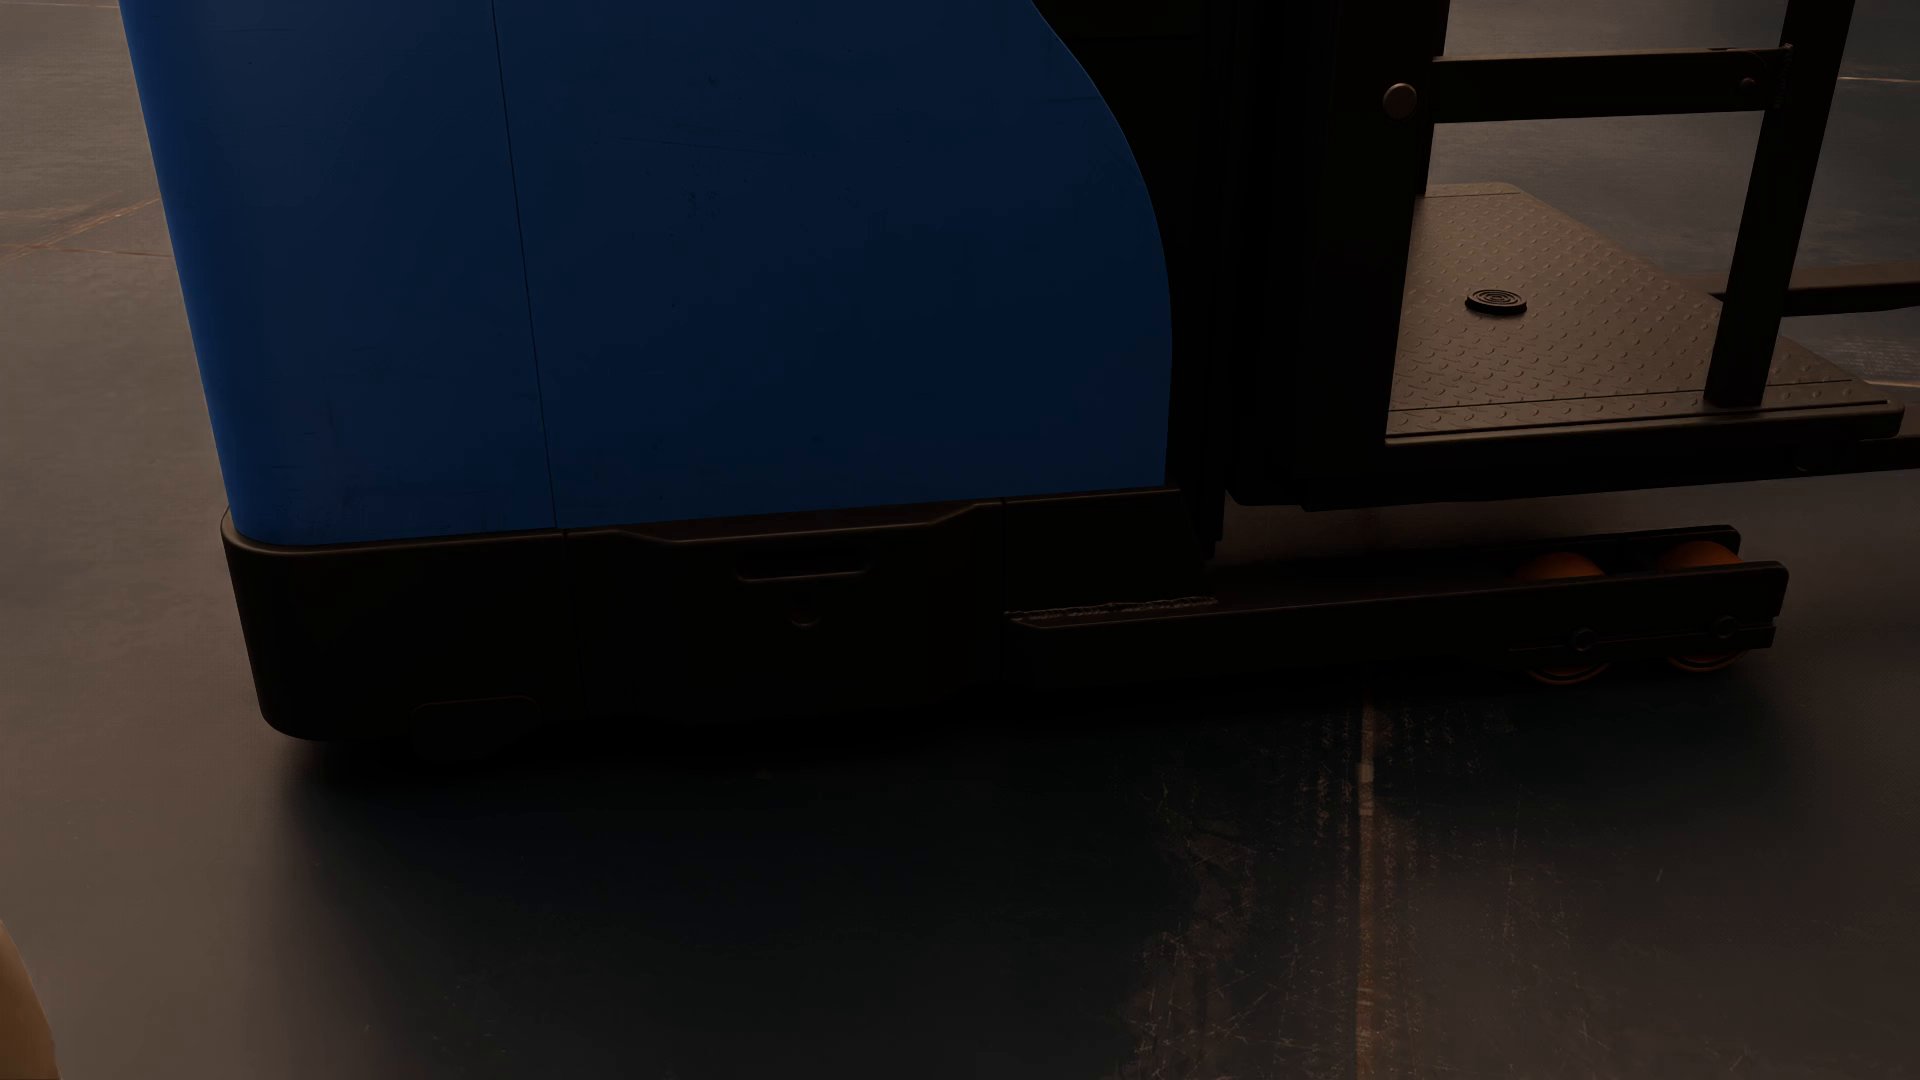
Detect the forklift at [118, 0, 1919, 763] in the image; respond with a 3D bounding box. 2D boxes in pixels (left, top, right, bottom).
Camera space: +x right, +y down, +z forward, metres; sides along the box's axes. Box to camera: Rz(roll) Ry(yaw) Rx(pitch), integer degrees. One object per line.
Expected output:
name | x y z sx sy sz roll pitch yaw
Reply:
forklift | 0.600 -1.354 1.930 3.031 2.935 1.130 -4 27 -9
